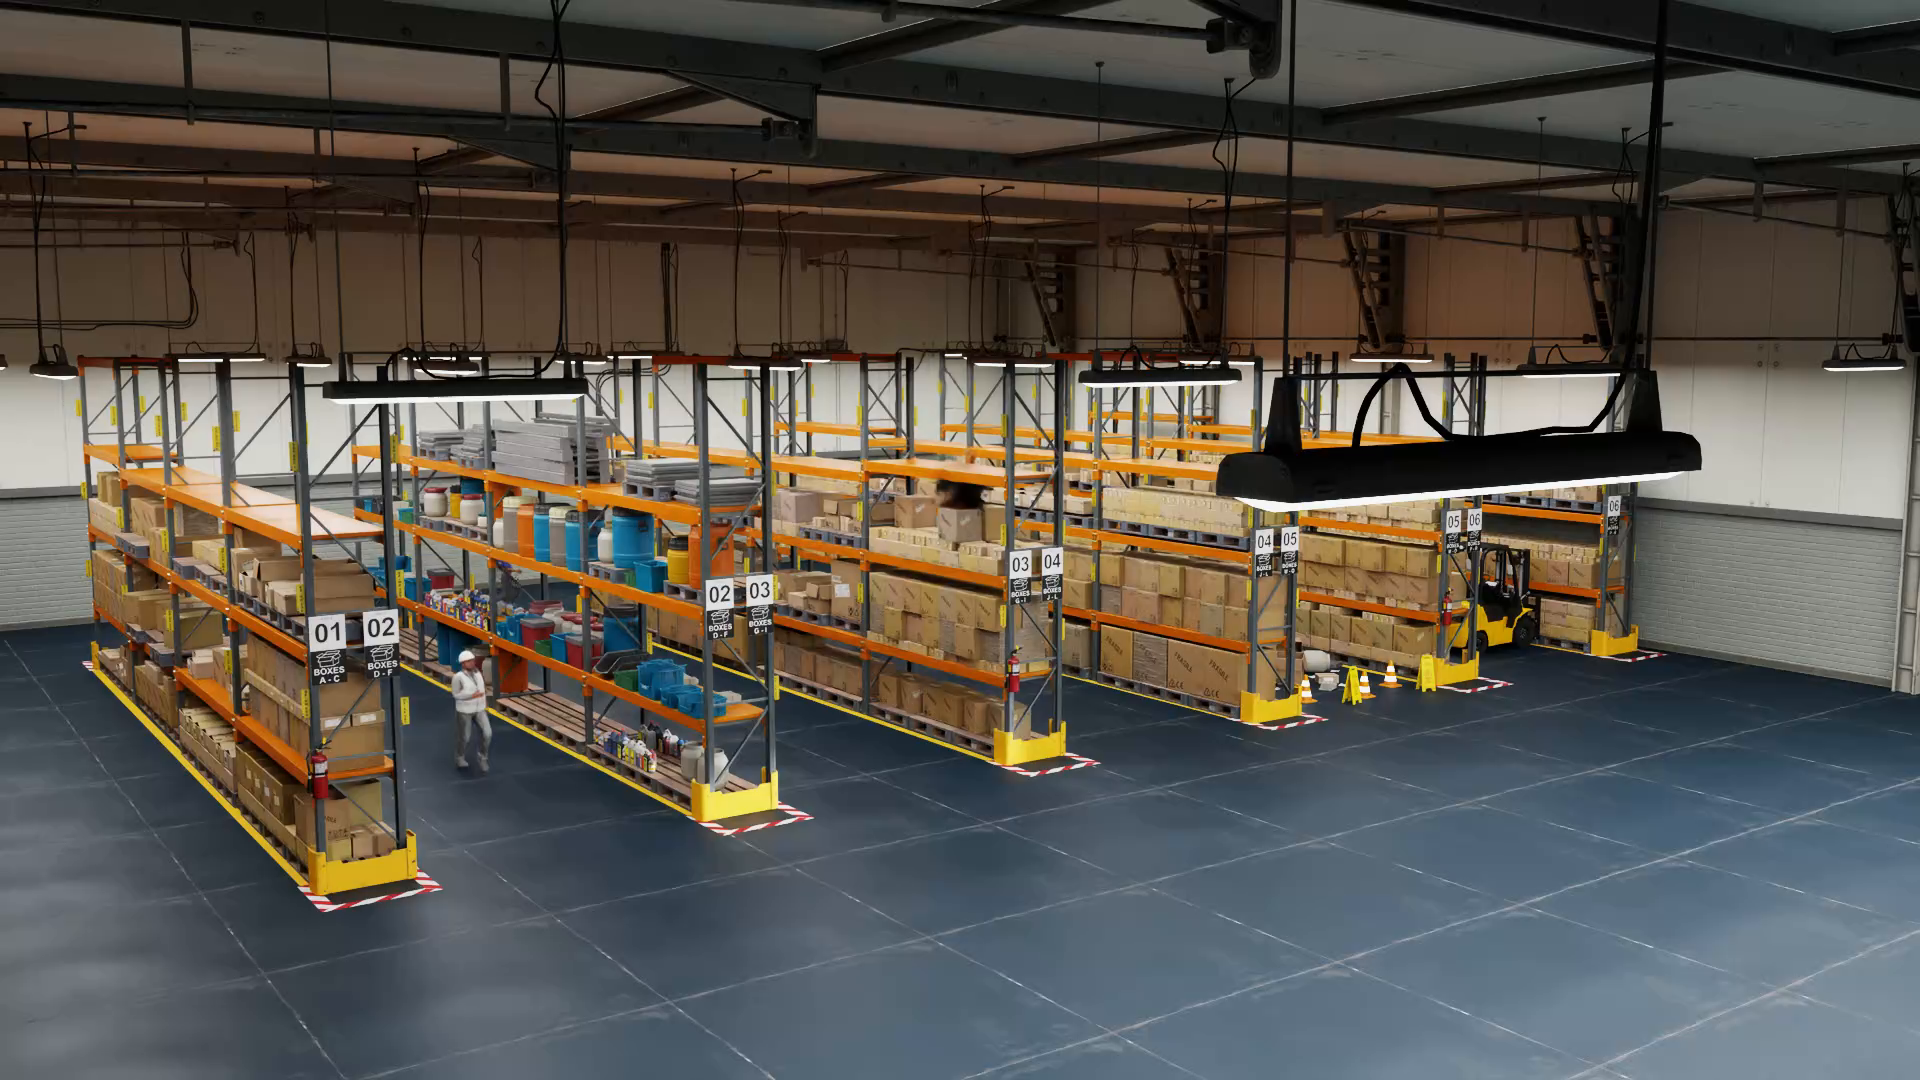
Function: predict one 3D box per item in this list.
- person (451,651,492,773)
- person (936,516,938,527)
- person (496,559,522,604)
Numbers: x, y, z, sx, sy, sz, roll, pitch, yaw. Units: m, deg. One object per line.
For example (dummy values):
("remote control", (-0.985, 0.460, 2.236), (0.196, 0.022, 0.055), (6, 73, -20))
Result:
("person", (-7.138, 2.514, 24.304), (0.732, 1.811, 0.622), (6, 9, 43))
("person", (-0.590, 0.101, 44.876), (0.481, 1.601, 0.674), (0, 7, 2))
("person", (-10.448, 0.887, 38.364), (0.664, 1.627, 0.582), (-2, 7, -16))
